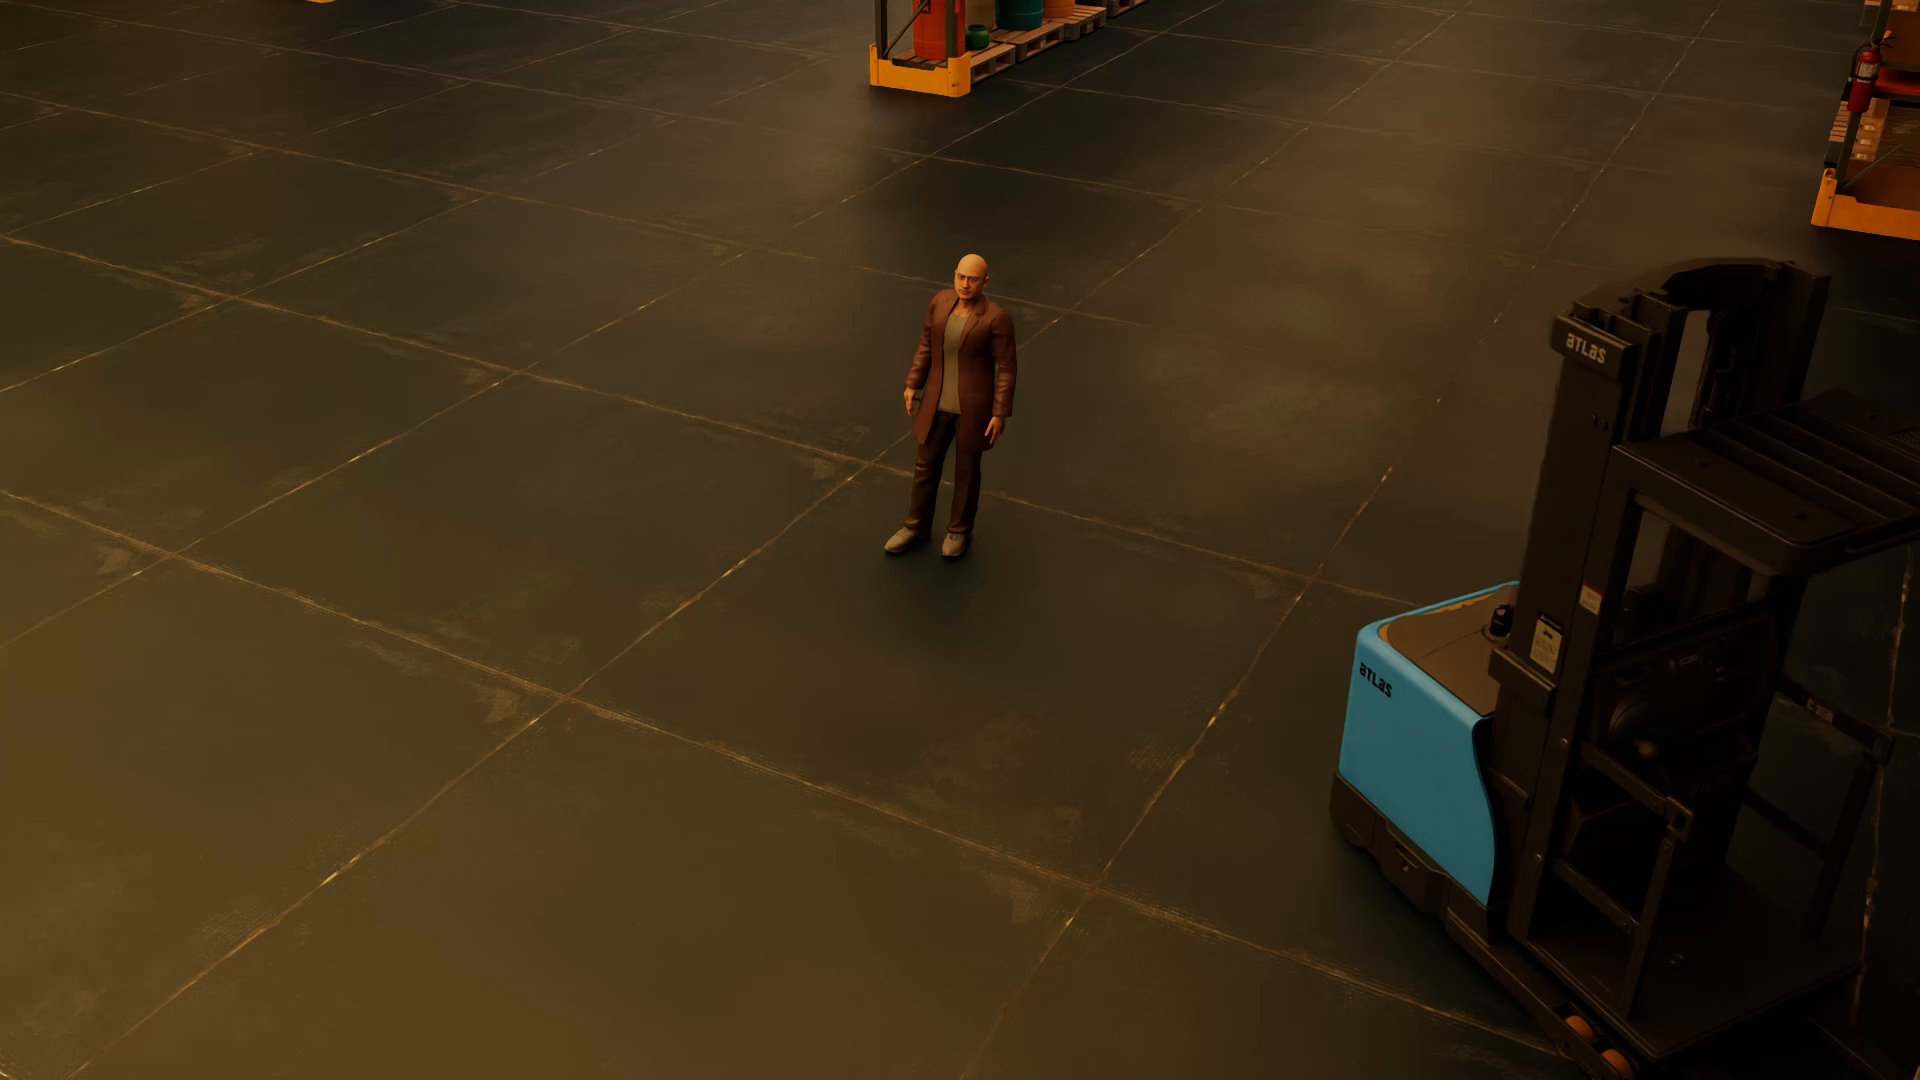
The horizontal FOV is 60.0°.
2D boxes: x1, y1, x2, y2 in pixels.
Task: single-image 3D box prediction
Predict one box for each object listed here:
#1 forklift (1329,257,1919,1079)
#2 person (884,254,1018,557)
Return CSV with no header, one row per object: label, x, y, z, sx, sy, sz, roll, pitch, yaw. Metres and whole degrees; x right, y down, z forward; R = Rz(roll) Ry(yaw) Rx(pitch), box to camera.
forklift,2.805,0.591,6.047,1.130,2.935,3.031,-14,33,-22
person,-0.048,-0.738,9.488,0.696,1.775,0.582,15,33,25
